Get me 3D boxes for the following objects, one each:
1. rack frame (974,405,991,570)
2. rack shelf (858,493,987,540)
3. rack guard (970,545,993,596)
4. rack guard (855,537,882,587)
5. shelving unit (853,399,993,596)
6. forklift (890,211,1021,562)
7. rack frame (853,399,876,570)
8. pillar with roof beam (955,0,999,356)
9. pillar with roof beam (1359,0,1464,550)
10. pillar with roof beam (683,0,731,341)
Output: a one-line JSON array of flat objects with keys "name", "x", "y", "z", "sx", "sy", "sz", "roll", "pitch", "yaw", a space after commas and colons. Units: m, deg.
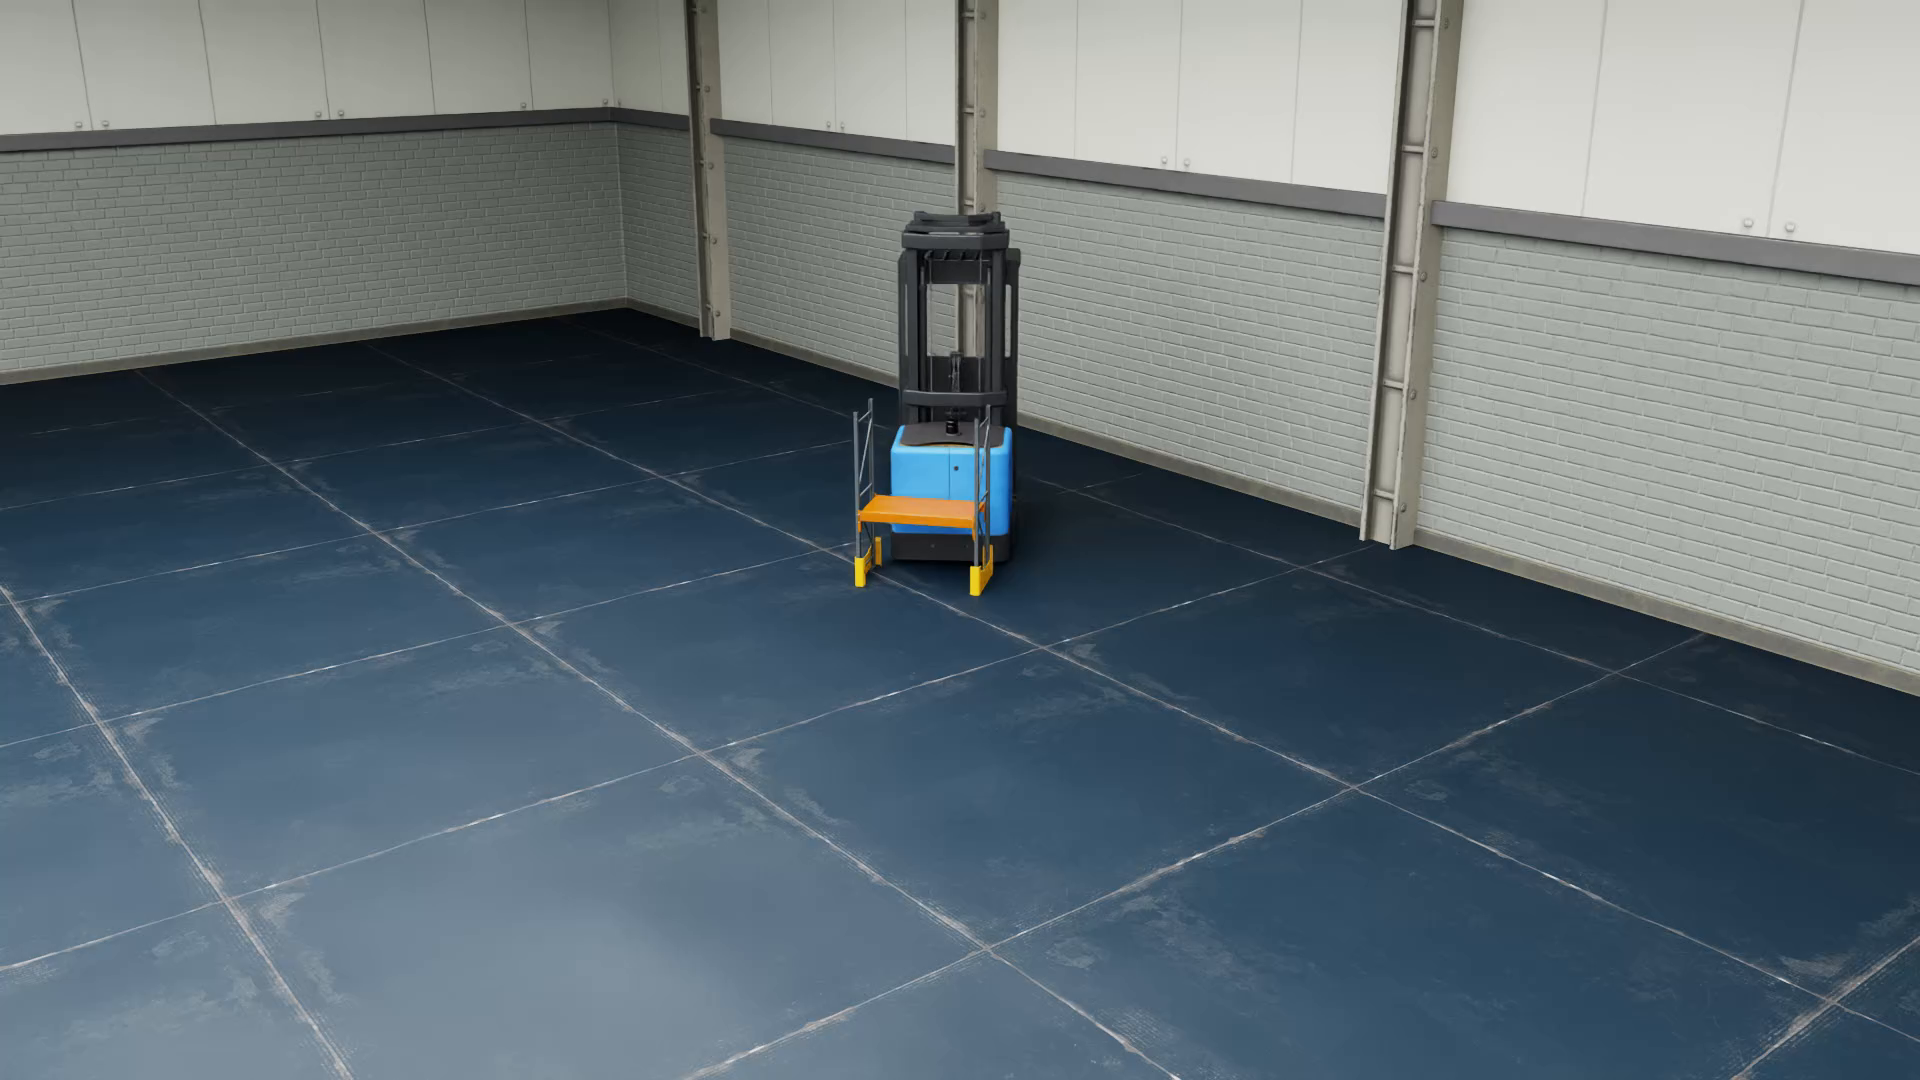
[{"name": "rack frame", "x": 0.187, "y": -0.340, "z": 13.892, "sx": 0.032, "sy": 1.500, "sz": 0.500, "roll": 4, "pitch": 19, "yaw": 12}, {"name": "rack shelf", "x": -0.309, "y": -0.204, "z": 14.053, "sx": 1.000, "sy": 0.185, "sz": 0.538, "roll": 4, "pitch": 19, "yaw": 12}, {"name": "rack guard", "x": 0.186, "y": 0.253, "z": 14.089, "sx": 0.087, "sy": 0.250, "sz": 0.587, "roll": 4, "pitch": 19, "yaw": 12}, {"name": "rack guard", "x": -0.787, "y": 0.185, "z": 14.293, "sx": 0.087, "sy": 0.250, "sz": 0.587, "roll": 4, "pitch": 19, "yaw": 12}, {"name": "shelving unit", "x": -0.300, "y": -0.374, "z": 13.995, "sx": 1.083, "sy": 1.500, "sz": 0.587, "roll": 4, "pitch": 19, "yaw": 12}, {"name": "forklift", "x": -0.002, "y": -1.618, "z": 15.475, "sx": 1.130, "sy": 2.935, "sz": 3.031, "roll": 1, "pitch": 18, "yaw": 3}, {"name": "rack frame", "x": -0.806, "y": -0.410, "z": 14.101, "sx": 0.032, "sy": 1.500, "sz": 0.500, "roll": 4, "pitch": 19, "yaw": 12}, {"name": "pillar with roof beam", "x": -3.192, "y": -4.899, "z": 15.730, "sx": 9.100, "sy": 9.000, "sz": 0.400, "roll": -14, "pitch": 23, "yaw": -36}, {"name": "pillar with roof beam", "x": 0.533, "y": -3.421, "z": 11.265, "sx": 9.100, "sy": 9.000, "sz": 0.400, "roll": -14, "pitch": 23, "yaw": -36}, {"name": "pillar with roof beam", "x": -6.917, "y": -6.378, "z": 20.195, "sx": 9.100, "sy": 9.000, "sz": 0.400, "roll": -14, "pitch": 23, "yaw": -36}]
